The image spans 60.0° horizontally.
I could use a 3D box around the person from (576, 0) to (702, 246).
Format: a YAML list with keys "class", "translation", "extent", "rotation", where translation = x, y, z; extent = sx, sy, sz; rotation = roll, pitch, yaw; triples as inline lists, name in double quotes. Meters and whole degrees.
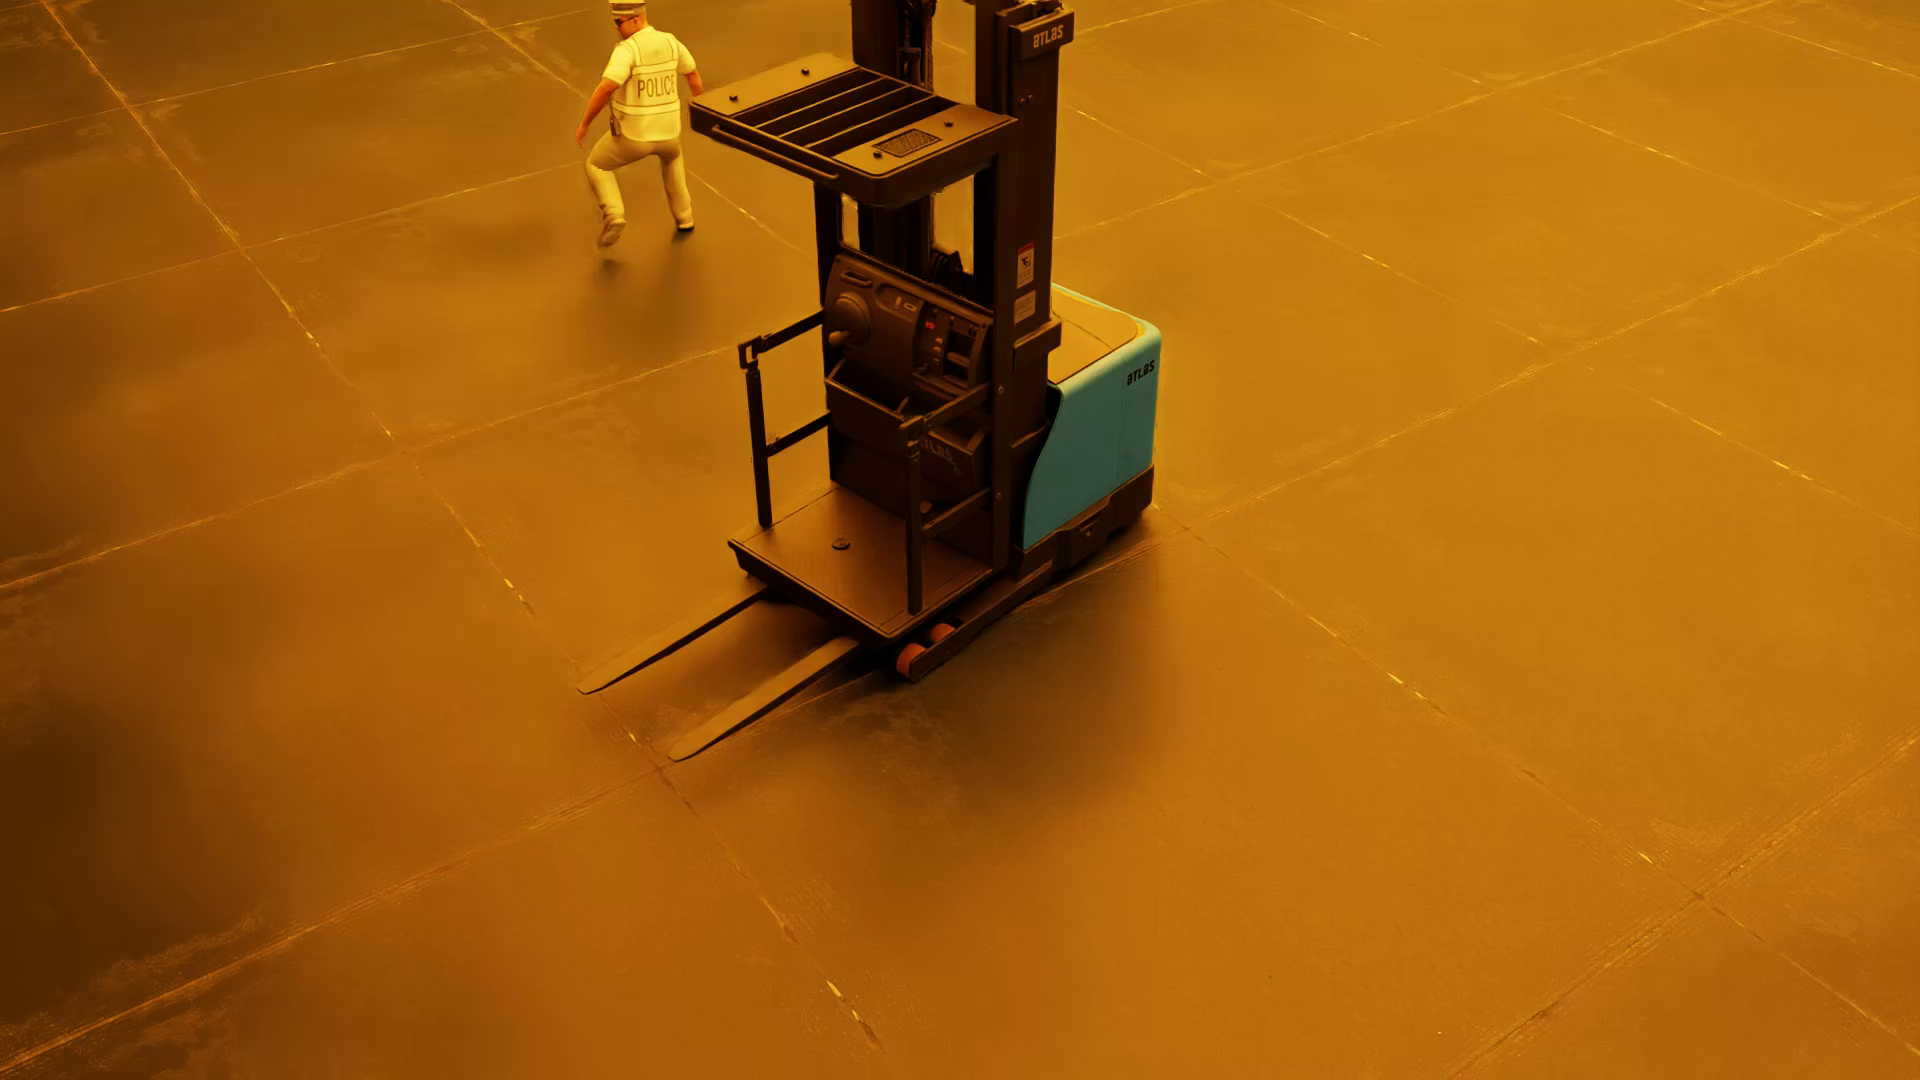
- class: "person"
  translation: [-2.031, -2.705, 10.745]
  extent: [1.044, 1.630, 0.523]
  rotation: [-24, 43, -28]

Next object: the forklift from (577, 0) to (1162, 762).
- class: "forklift"
  translation: [-0.383, -0.886, 7.143]
  extent: [1.130, 2.935, 3.031]
  rotation: [29, 45, 33]
